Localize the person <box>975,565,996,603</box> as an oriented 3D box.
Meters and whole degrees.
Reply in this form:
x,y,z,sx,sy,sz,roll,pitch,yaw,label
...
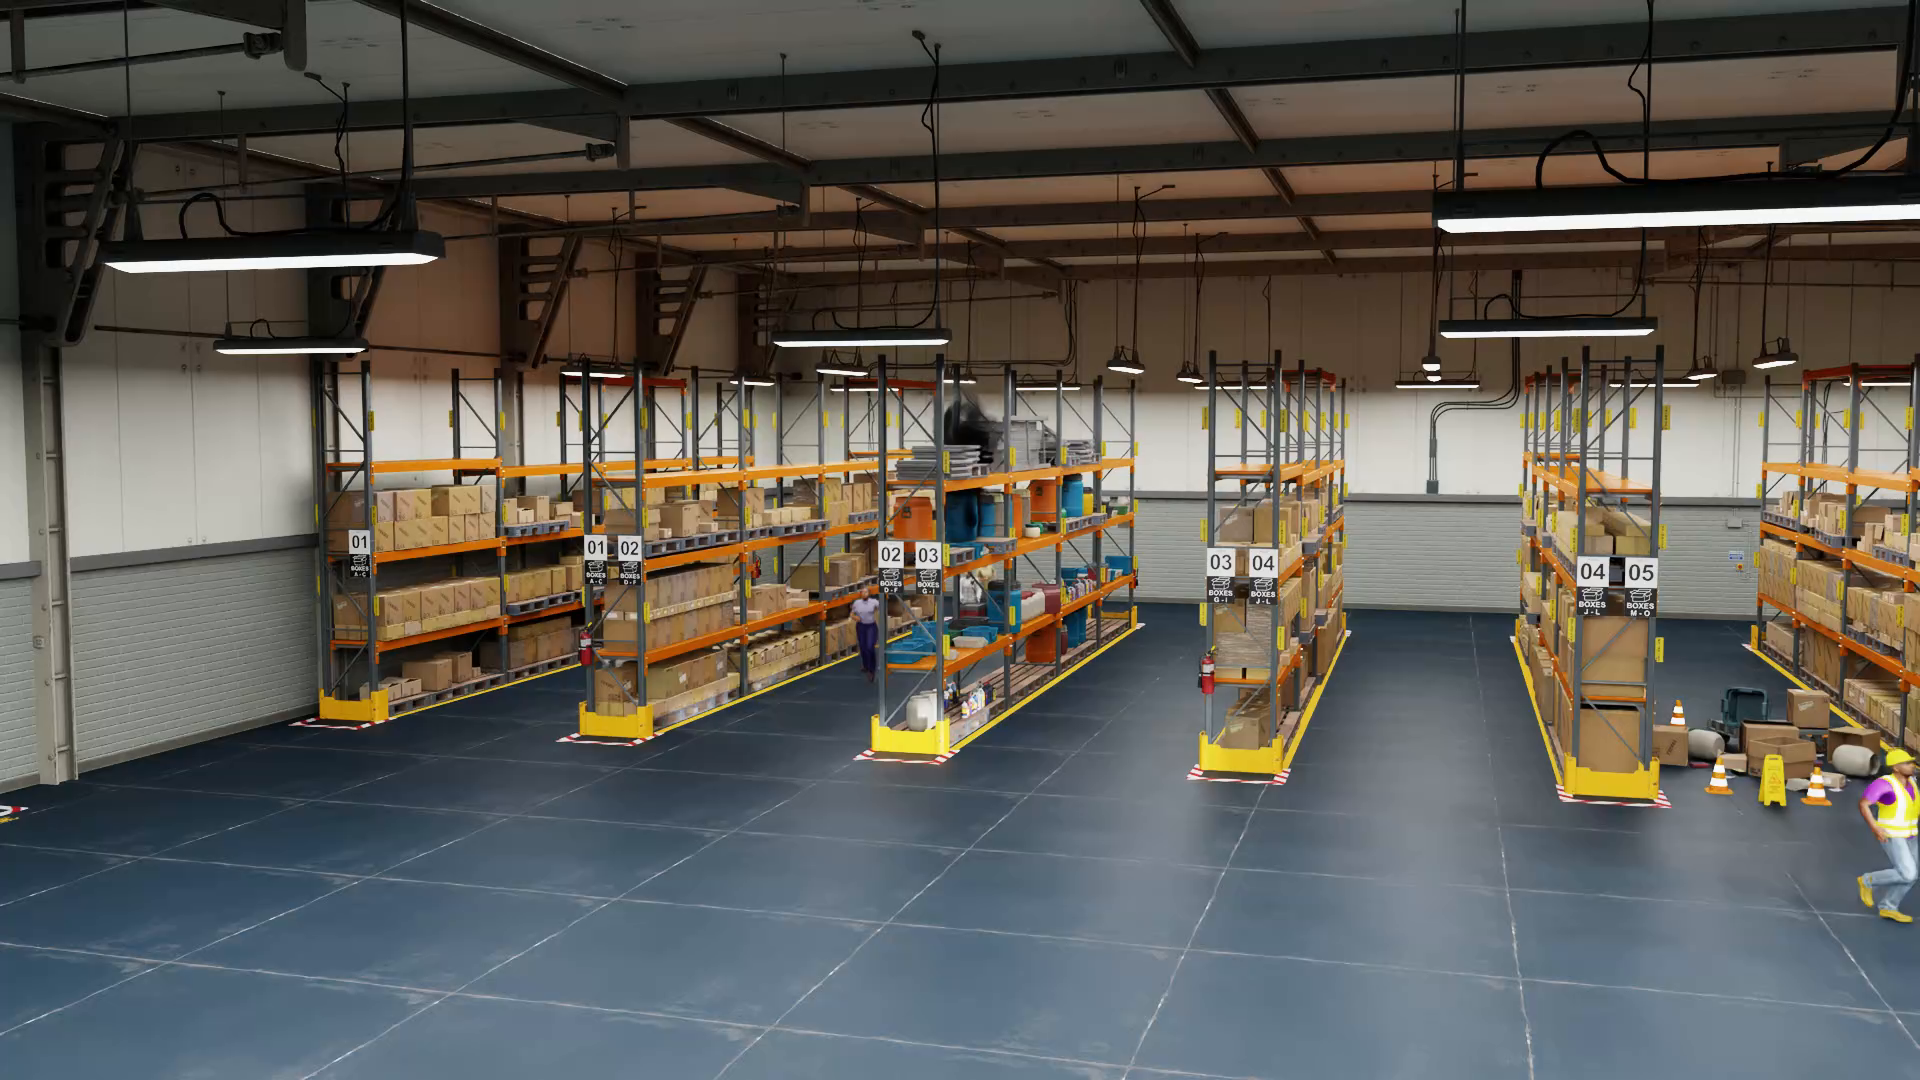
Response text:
x,y,z,sx,sy,sz,roll,pitch,yaw,label
0.645,1.226,41.420,0.609,1.650,0.917,-1,4,-12,person

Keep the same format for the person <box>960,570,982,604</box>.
x,y,z,sx,sy,sz,roll,pitch,yaw,label
0.205,1.413,38.932,0.601,1.646,0.584,1,4,9,person

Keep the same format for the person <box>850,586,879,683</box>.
x,y,z,sx,sy,sz,roll,pitch,yaw,label
-1.729,1.743,30.888,0.617,1.779,0.702,1,4,10,person

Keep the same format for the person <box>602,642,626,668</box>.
x,y,z,sx,sy,sz,roll,pitch,yaw,label
-6.289,1.935,30.456,0.719,1.767,0.590,1,4,15,person

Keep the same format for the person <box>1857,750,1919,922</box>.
x,y,z,sx,sy,sz,roll,pitch,yaw,label
9.380,2.955,16.652,0.730,1.727,0.594,-2,5,-28,person
